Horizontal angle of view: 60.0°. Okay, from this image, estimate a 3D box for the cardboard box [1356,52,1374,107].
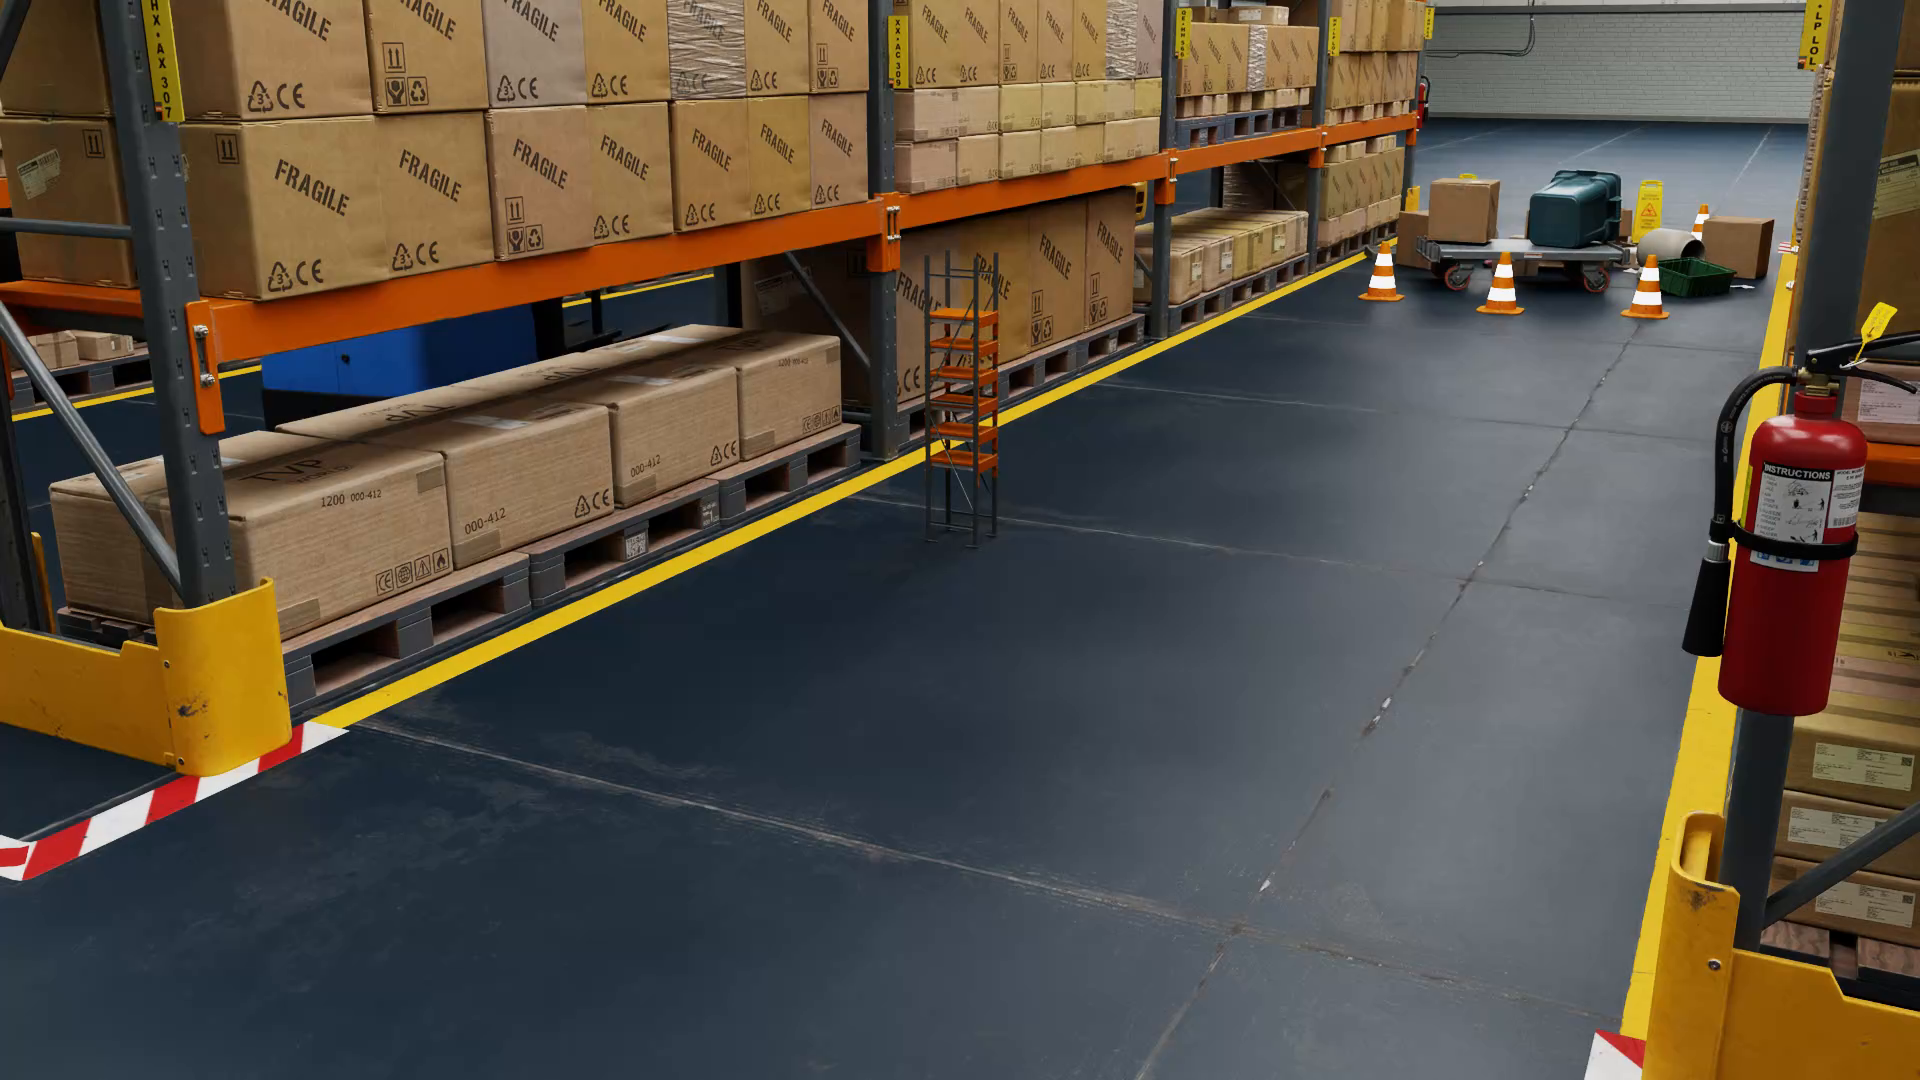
[{"bbox_3d":[3.675,-4.459,16.071,0.500,0.500,0.500,8,18,25],"label":"cardboard box"}]

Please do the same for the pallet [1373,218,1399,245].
[{"bbox_3d":[4.148,-3.395,18.084,1.003,0.211,1.213,8,18,25],"label":"pallet"}]

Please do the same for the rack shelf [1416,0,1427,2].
[{"bbox_3d":[3.683,-5.537,16.394,1.077,0.370,4.000,8,18,25],"label":"rack shelf"}]

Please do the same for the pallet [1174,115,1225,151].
[{"bbox_3d":[1.225,-3.019,12.258,1.213,0.211,1.003,8,18,25],"label":"pallet"}]

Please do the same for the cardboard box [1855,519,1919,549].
[{"bbox_3d":[2.628,0.043,4.835,0.380,0.149,0.250,8,18,26],"label":"cardboard box"}]

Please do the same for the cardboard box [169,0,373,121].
[{"bbox_3d":[-2.103,-1.491,4.846,0.500,0.500,0.500,8,18,24],"label":"cardboard box"}]

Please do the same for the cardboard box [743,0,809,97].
[{"bbox_3d":[-0.983,-2.141,7.032,0.500,0.500,0.500,8,18,25],"label":"cardboard box"}]

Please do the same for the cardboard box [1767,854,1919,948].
[{"bbox_3d":[1.949,0.731,3.566,0.380,0.149,0.250,8,19,26],"label":"cardboard box"}]

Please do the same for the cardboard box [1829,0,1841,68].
[{"bbox_3d":[2.109,-1.221,3.414,0.500,0.500,0.500,7,18,24],"label":"cardboard box"}]

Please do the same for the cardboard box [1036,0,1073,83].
[{"bbox_3d":[0.323,-2.893,9.564,0.500,0.500,0.500,8,18,24],"label":"cardboard box"}]

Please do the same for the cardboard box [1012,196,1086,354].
[{"bbox_3d":[0.217,-1.707,10.496,0.875,0.875,0.875,8,18,26],"label":"cardboard box"}]

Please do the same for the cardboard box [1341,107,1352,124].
[{"bbox_3d":[3.517,-4.055,15.849,0.380,0.149,0.250,9,19,27],"label":"cardboard box"}]

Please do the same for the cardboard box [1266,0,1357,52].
[{"bbox_3d":[3.180,-4.689,15.089,0.700,0.500,0.500,8,18,25],"label":"cardboard box"}]

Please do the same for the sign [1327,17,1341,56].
[{"bbox_3d":[3.287,-4.420,14.604,0.100,0.325,0.005,8,18,25],"label":"sign"}]

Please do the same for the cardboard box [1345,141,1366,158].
[{"bbox_3d":[3.750,-3.829,16.282,0.380,0.149,0.250,9,19,29],"label":"cardboard box"}]

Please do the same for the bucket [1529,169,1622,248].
[{"bbox_3d":[5.261,-2.818,14.324,0.620,0.611,0.726,-27,30,-37],"label":"bucket"}]

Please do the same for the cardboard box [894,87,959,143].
[{"bbox_3d":[-0.337,-2.141,8.350,0.500,0.250,0.500,8,18,24],"label":"cardboard box"}]

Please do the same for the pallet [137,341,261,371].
[{"bbox_3d":[-4.898,-1.403,11.377,1.003,0.211,1.213,8,18,25],"label":"pallet"}]

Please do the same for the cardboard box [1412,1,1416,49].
[{"bbox_3d":[4.311,-5.338,17.273,0.700,0.500,0.500,8,18,26],"label":"cardboard box"}]

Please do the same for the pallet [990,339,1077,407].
[{"bbox_3d":[0.036,-1.078,10.284,1.003,0.211,1.213,8,18,25],"label":"pallet"}]

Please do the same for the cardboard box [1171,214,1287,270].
[{"bbox_3d":[2.239,-2.559,14.249,0.950,0.372,0.625,9,19,29],"label":"cardboard box"}]

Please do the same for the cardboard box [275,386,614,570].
[{"bbox_3d":[-1.966,-0.266,6.415,0.875,0.438,0.875,9,19,27],"label":"cardboard box"}]

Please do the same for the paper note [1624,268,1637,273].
[{"bbox_3d":[6.233,-2.482,15.342,0.155,0.023,0.172,-15,22,-41],"label":"paper note"}]

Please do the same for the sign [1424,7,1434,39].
[{"bbox_3d":[5.064,-5.584,17.969,0.100,0.325,0.005,8,18,25],"label":"sign"}]

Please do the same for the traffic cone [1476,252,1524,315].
[{"bbox_3d":[4.253,-2.024,13.025,0.336,0.463,0.334,8,18,25],"label":"traffic cone"}]

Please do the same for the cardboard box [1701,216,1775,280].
[{"bbox_3d":[7.038,-2.660,15.097,0.500,0.500,0.500,12,20,35],"label":"cardboard box"}]

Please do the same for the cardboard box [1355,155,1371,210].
[{"bbox_3d":[3.756,-3.563,16.527,0.500,0.500,0.500,9,19,28],"label":"cardboard box"}]

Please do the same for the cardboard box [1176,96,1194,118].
[{"bbox_3d":[1.470,-3.124,11.977,0.380,0.149,0.250,7,18,22],"label":"cardboard box"}]

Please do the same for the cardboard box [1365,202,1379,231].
[{"bbox_3d":[3.989,-3.332,17.065,0.500,0.250,0.500,7,18,23],"label":"cardboard box"}]

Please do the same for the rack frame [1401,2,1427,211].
[{"bbox_3d":[4.577,-4.954,18.434,1.000,3.000,0.127,8,18,25],"label":"rack frame"}]

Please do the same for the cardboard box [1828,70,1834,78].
[{"bbox_3d":[2.106,-0.742,3.558,0.500,0.500,0.500,8,18,24],"label":"cardboard box"}]

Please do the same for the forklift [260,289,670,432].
[{"bbox_3d":[-2.699,-2.253,9.462,1.130,2.935,3.031,5,17,16],"label":"forklift"}]

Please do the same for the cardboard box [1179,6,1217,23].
[{"bbox_3d":[1.869,-4.273,13.567,0.380,0.149,0.250,9,19,28],"label":"cardboard box"}]

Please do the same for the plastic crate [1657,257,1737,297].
[{"bbox_3d":[6.168,-2.221,14.073,0.662,0.188,0.450,-11,30,-32],"label":"plastic crate"}]

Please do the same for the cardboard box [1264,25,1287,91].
[{"bbox_3d":[2.332,-3.923,13.527,0.500,0.500,0.500,9,19,27],"label":"cardboard box"}]

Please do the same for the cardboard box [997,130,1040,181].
[{"bbox_3d":[0.120,-2.164,9.306,0.500,0.250,0.500,8,18,25],"label":"cardboard box"}]

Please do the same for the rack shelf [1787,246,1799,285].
[{"bbox_3d":[4.582,-1.458,7.927,1.077,0.370,4.000,8,18,25],"label":"rack shelf"}]

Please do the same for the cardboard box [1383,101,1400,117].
[{"bbox_3d":[4.365,-4.500,17.348,0.380,0.149,0.250,8,19,26],"label":"cardboard box"}]

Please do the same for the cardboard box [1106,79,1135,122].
[{"bbox_3d":[0.787,-2.797,10.558,0.500,0.250,0.500,8,18,24],"label":"cardboard box"}]

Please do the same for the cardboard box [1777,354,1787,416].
[{"bbox_3d":[3.793,-0.517,7.148,0.500,0.500,0.500,8,18,24],"label":"cardboard box"}]

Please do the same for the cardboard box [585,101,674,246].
[{"bbox_3d":[-1.448,-1.401,6.298,0.500,0.500,0.500,9,19,27],"label":"cardboard box"}]

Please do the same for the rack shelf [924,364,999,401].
[{"bbox_3d":[0.006,-0.651,6.844,0.258,0.103,0.180,8,18,25],"label":"rack shelf"}]

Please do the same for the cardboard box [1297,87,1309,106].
[{"bbox_3d":[2.806,-3.849,14.420,0.380,0.149,0.250,8,18,26],"label":"cardboard box"}]

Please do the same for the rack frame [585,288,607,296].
[{"bbox_3d":[-3.440,-3.546,13.696,1.000,3.000,0.127,8,18,25],"label":"rack frame"}]

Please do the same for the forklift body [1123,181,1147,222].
[{"bbox_3d":[0.919,-4.462,18.270,2.313,2.155,1.214,8,18,25],"label":"forklift body"}]

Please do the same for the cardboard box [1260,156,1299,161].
[{"bbox_3d":[3.039,-3.492,16.288,0.500,0.500,0.500,8,19,26],"label":"cardboard box"}]

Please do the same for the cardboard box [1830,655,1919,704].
[{"bbox_3d":[2.074,0.382,3.694,0.380,0.149,0.250,8,19,26],"label":"cardboard box"}]

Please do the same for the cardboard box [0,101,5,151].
[{"bbox_3d":[-5.448,-2.308,9.268,0.500,0.250,0.500,8,18,26],"label":"cardboard box"}]

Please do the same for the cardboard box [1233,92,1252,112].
[{"bbox_3d":[2.079,-3.461,13.114,0.380,0.149,0.250,9,19,27],"label":"cardboard box"}]

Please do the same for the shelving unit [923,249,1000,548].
[{"bbox_3d":[0.006,-0.579,6.866,0.258,1.200,0.189,8,18,25],"label":"shelving unit"}]
